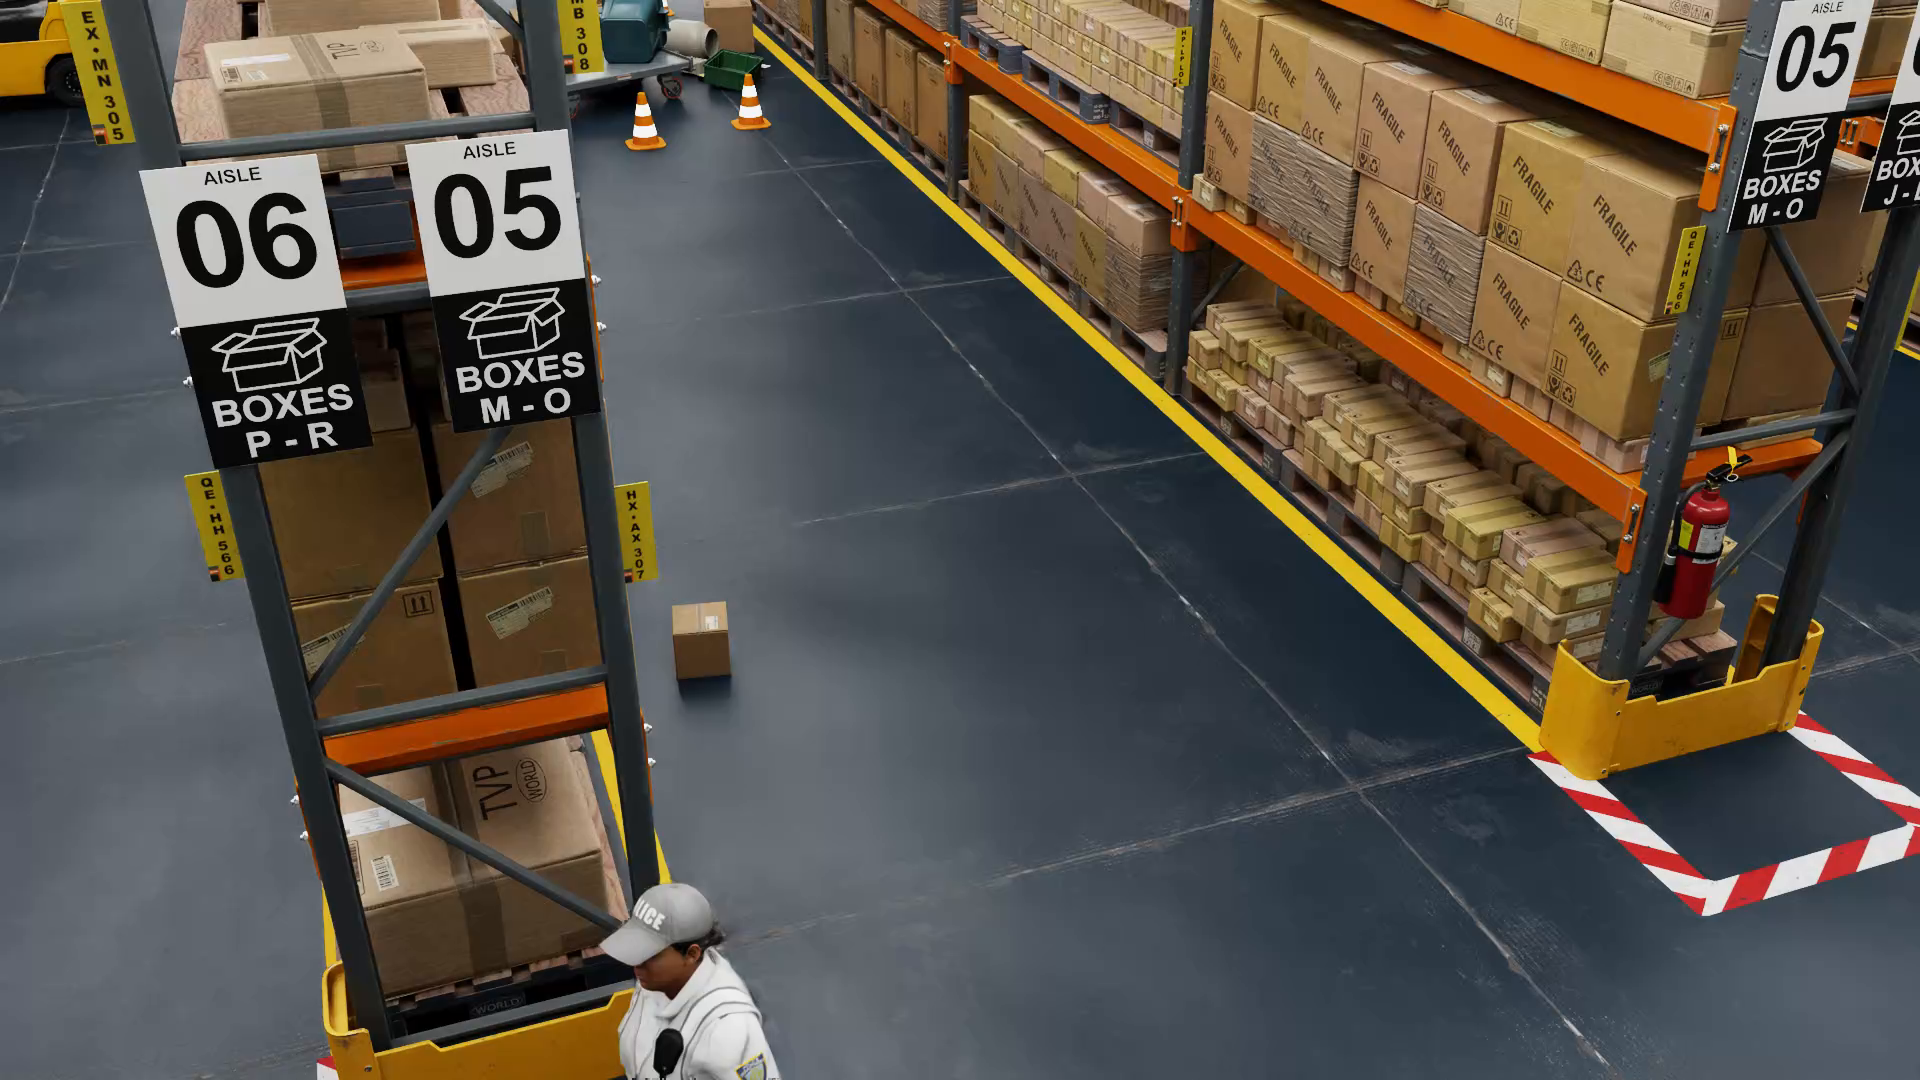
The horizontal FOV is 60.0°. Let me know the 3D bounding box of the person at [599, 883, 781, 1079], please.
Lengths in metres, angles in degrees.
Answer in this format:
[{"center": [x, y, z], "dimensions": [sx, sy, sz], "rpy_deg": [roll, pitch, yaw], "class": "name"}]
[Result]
[{"center": [-0.632, 1.632, 4.351], "dimensions": [0.634, 1.706, 0.590], "rpy_deg": [-16, 34, -26], "class": "person"}]
